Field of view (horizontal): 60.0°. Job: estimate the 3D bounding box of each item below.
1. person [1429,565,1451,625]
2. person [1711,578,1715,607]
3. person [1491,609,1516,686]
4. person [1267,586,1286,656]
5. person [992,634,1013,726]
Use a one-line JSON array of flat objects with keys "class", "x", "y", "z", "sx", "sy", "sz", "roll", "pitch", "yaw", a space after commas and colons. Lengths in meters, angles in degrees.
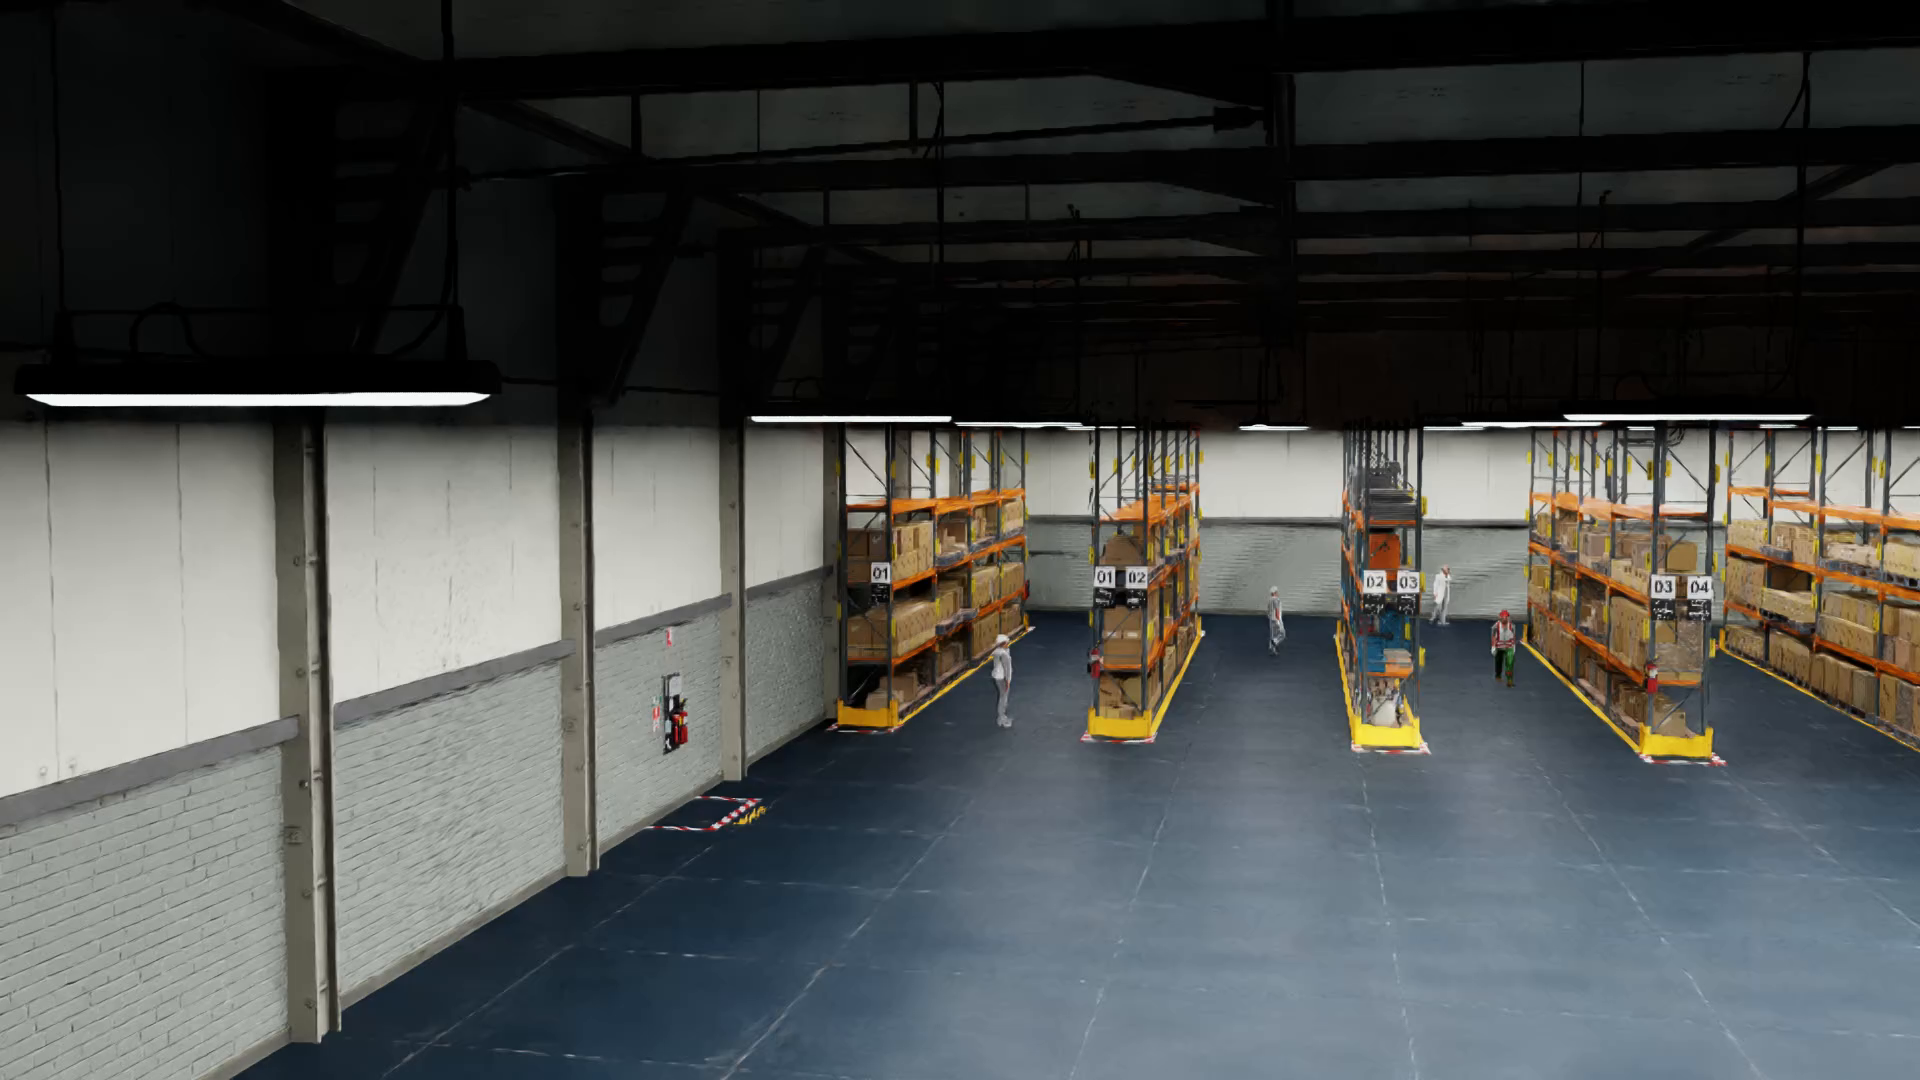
[{"class": "person", "x": 14.334, "y": 1.722, "z": 49.615, "sx": 0.625, "sy": 1.575, "sz": 0.600, "roll": -2, "pitch": 4, "yaw": -23}, {"class": "person", "x": 20.839, "y": 1.818, "z": 46.626, "sx": 0.508, "sy": 1.739, "sz": 0.712, "roll": 4, "pitch": 5, "yaw": 44}, {"class": "person", "x": 12.287, "y": 2.415, "z": 37.585, "sx": 0.553, "sy": 1.709, "sz": 1.123, "roll": 1, "pitch": 4, "yaw": 13}, {"class": "person", "x": 8.043, "y": 2.070, "z": 42.525, "sx": 0.444, "sy": 1.786, "sz": 0.598, "roll": -1, "pitch": 4, "yaw": -13}, {"class": "person", "x": 0.865, "y": 2.719, "z": 32.473, "sx": 0.448, "sy": 1.771, "sz": 0.586, "roll": -1, "pitch": 4, "yaw": -18}]
